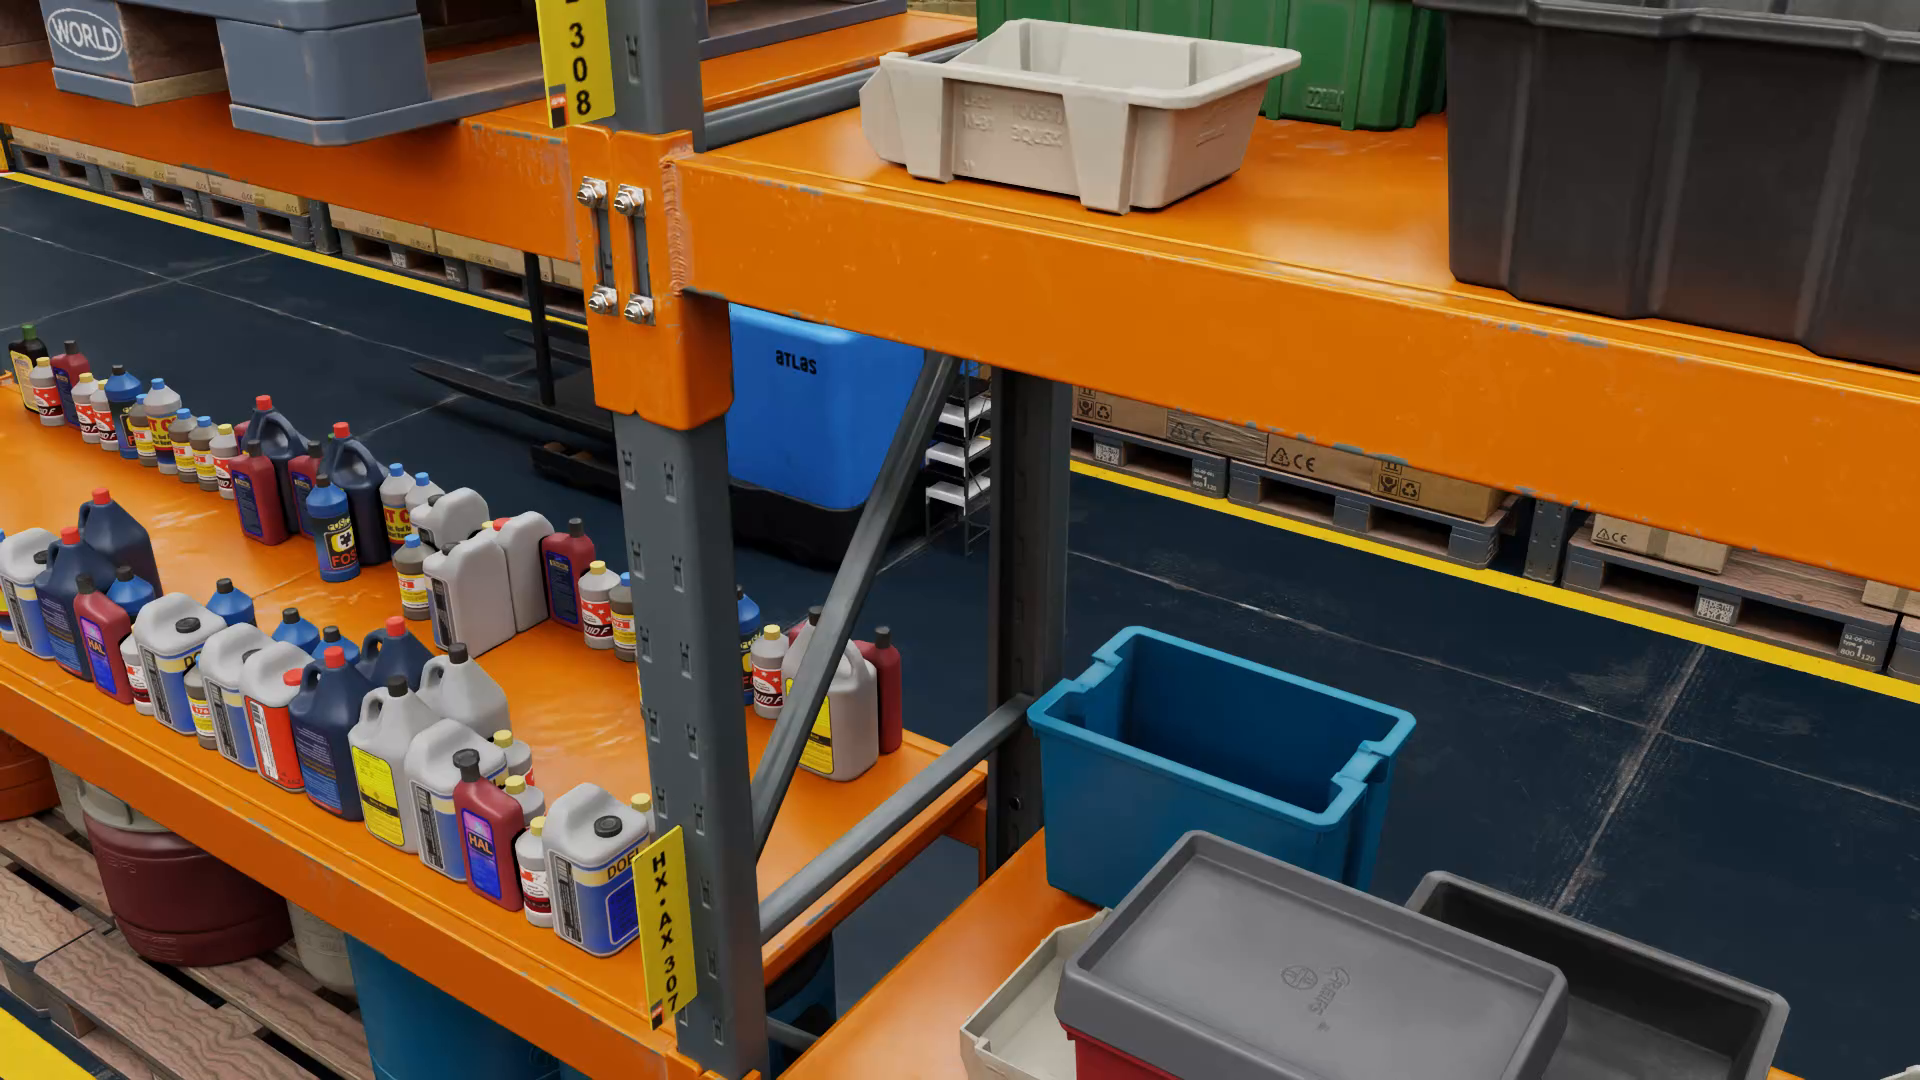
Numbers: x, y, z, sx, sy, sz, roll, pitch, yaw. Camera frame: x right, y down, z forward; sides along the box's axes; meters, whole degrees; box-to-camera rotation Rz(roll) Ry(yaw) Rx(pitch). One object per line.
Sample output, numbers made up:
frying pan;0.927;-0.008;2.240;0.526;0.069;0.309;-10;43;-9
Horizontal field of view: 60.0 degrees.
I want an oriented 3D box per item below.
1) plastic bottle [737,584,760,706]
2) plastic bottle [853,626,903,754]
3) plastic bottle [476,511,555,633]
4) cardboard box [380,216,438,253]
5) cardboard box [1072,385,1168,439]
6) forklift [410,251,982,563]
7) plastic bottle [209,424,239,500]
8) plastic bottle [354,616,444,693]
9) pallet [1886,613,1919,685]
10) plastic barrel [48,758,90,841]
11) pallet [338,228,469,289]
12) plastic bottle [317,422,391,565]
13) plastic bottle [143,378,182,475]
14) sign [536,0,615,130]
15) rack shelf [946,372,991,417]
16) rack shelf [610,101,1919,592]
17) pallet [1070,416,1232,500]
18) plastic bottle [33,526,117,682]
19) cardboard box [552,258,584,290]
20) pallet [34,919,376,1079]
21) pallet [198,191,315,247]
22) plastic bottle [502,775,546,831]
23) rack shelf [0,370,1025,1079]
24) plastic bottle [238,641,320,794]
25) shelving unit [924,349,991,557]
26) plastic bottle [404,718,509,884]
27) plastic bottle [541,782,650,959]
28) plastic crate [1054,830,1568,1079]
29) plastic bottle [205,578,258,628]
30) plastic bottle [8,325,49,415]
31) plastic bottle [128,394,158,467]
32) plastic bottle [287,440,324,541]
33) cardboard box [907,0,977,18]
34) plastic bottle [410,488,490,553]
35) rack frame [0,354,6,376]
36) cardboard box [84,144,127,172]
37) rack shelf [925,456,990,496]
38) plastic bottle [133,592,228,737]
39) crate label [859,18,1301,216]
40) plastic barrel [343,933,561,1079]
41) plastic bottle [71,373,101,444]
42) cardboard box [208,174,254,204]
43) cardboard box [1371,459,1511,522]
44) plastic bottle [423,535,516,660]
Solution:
plastic bottle;-0.484;0.224;3.645;0.097;0.271;0.097;0;27;0
plastic bottle;-0.188;0.300;3.481;0.133;0.283;0.061;17;32;30
plastic bottle;-1.056;0.058;3.965;0.135;0.276;0.152;17;32;30
cardboard box;-3.301;-2.037;10.514;0.500;0.250;0.500;18;32;32
cardboard box;0.875;-0.839;7.863;0.500;0.500;0.500;16;31;29
forklift;-1.395;-1.722;7.402;3.031;2.935;1.130;18;32;31
plastic bottle;-2.013;-0.221;4.597;0.097;0.201;0.097;0;27;0
plastic bottle;-1.141;0.309;3.390;0.185;0.351;0.144;17;32;30
pallet;4.256;0.384;6.263;1.213;0.211;1.003;17;32;30
plastic barrel;-2.496;0.627;4.990;0.421;0.512;0.421;0;27;0
pallet;-3.285;-1.986;10.919;1.213;0.211;1.003;17;32;30
plastic bottle;-1.537;-0.127;4.247;0.185;0.351;0.144;17;32;30
plastic bottle;-2.254;-0.328;4.729;0.097;0.271;0.097;0;27;0
sign;-0.440;-0.634;1.871;0.005;0.325;0.100;17;32;30
rack shelf;0.007;-0.610;6.934;0.200;0.077;0.258;17;32;30
rack shelf;1.521;-0.001;1.430;4.000;0.370;1.077;17;32;30
pallet;0.979;-0.614;8.223;1.213;0.211;1.003;17;32;30
plastic bottle;-1.978;0.127;3.747;0.185;0.351;0.144;17;32;30
cardboard box;-2.028;-1.643;9.740;0.500;0.250;0.500;18;32;31
pallet;-1.750;1.218;4.624;1.213;0.211;1.003;17;32;30
pallet;-4.546;-2.380;11.694;1.213;0.211;1.003;17;32;30
plastic bottle;-0.822;0.534;3.113;0.097;0.201;0.097;0;27;0
rack shelf;-1.776;0.309;4.129;4.000;0.370;1.077;17;32;30
plastic bottle;-1.352;0.354;3.385;0.135;0.276;0.152;17;32;30
shelving unit;0.007;-0.399;7.042;0.210;0.900;0.258;17;32;30
plastic bottle;-0.936;0.483;3.130;0.135;0.276;0.152;17;32;30
plastic bottle;-0.635;0.577;2.946;0.135;0.276;0.152;17;32;30
plastic crate;0.467;0.770;2.293;0.583;0.464;0.402;17;32;30
plastic bottle;-1.599;0.210;3.672;0.097;0.271;0.097;0;27;0
plastic bottle;-2.849;-0.529;5.110;0.133;0.283;0.061;17;32;30
plastic bottle;-2.334;-0.321;4.794;0.097;0.201;0.097;0;27;0
plastic bottle;-1.680;-0.131;4.328;0.133;0.283;0.061;17;32;30
cardboard box;-0.034;-2.488;8.259;0.500;0.500;0.700;7;28;13
plastic bottle;-1.248;-0.001;4.082;0.135;0.276;0.152;17;32;30
rack frame;-3.424;-0.525;4.975;0.127;3.000;1.000;17;32;30
cardboard box;-6.069;-2.916;12.240;0.500;0.250;0.500;17;32;30
rack shelf;0.007;-0.289;7.098;0.200;0.077;0.258;17;32;30
plastic bottle;-1.654;0.260;3.570;0.135;0.276;0.152;17;32;30
crate label;0.112;-0.484;1.877;0.466;0.136;0.293;17;32;30
plastic barrel;-1.150;0.922;3.981;0.708;0.901;0.600;17;32;30
plastic bottle;-2.575;-0.396;4.941;0.097;0.201;0.097;0;27;0
cardboard box;-4.827;-2.534;11.491;0.500;0.250;0.500;17;32;30
cardboard box;2.111;-0.450;7.099;0.500;0.500;0.500;17;32;30
plastic bottle;-1.143;0.115;3.853;0.135;0.276;0.152;17;32;30
